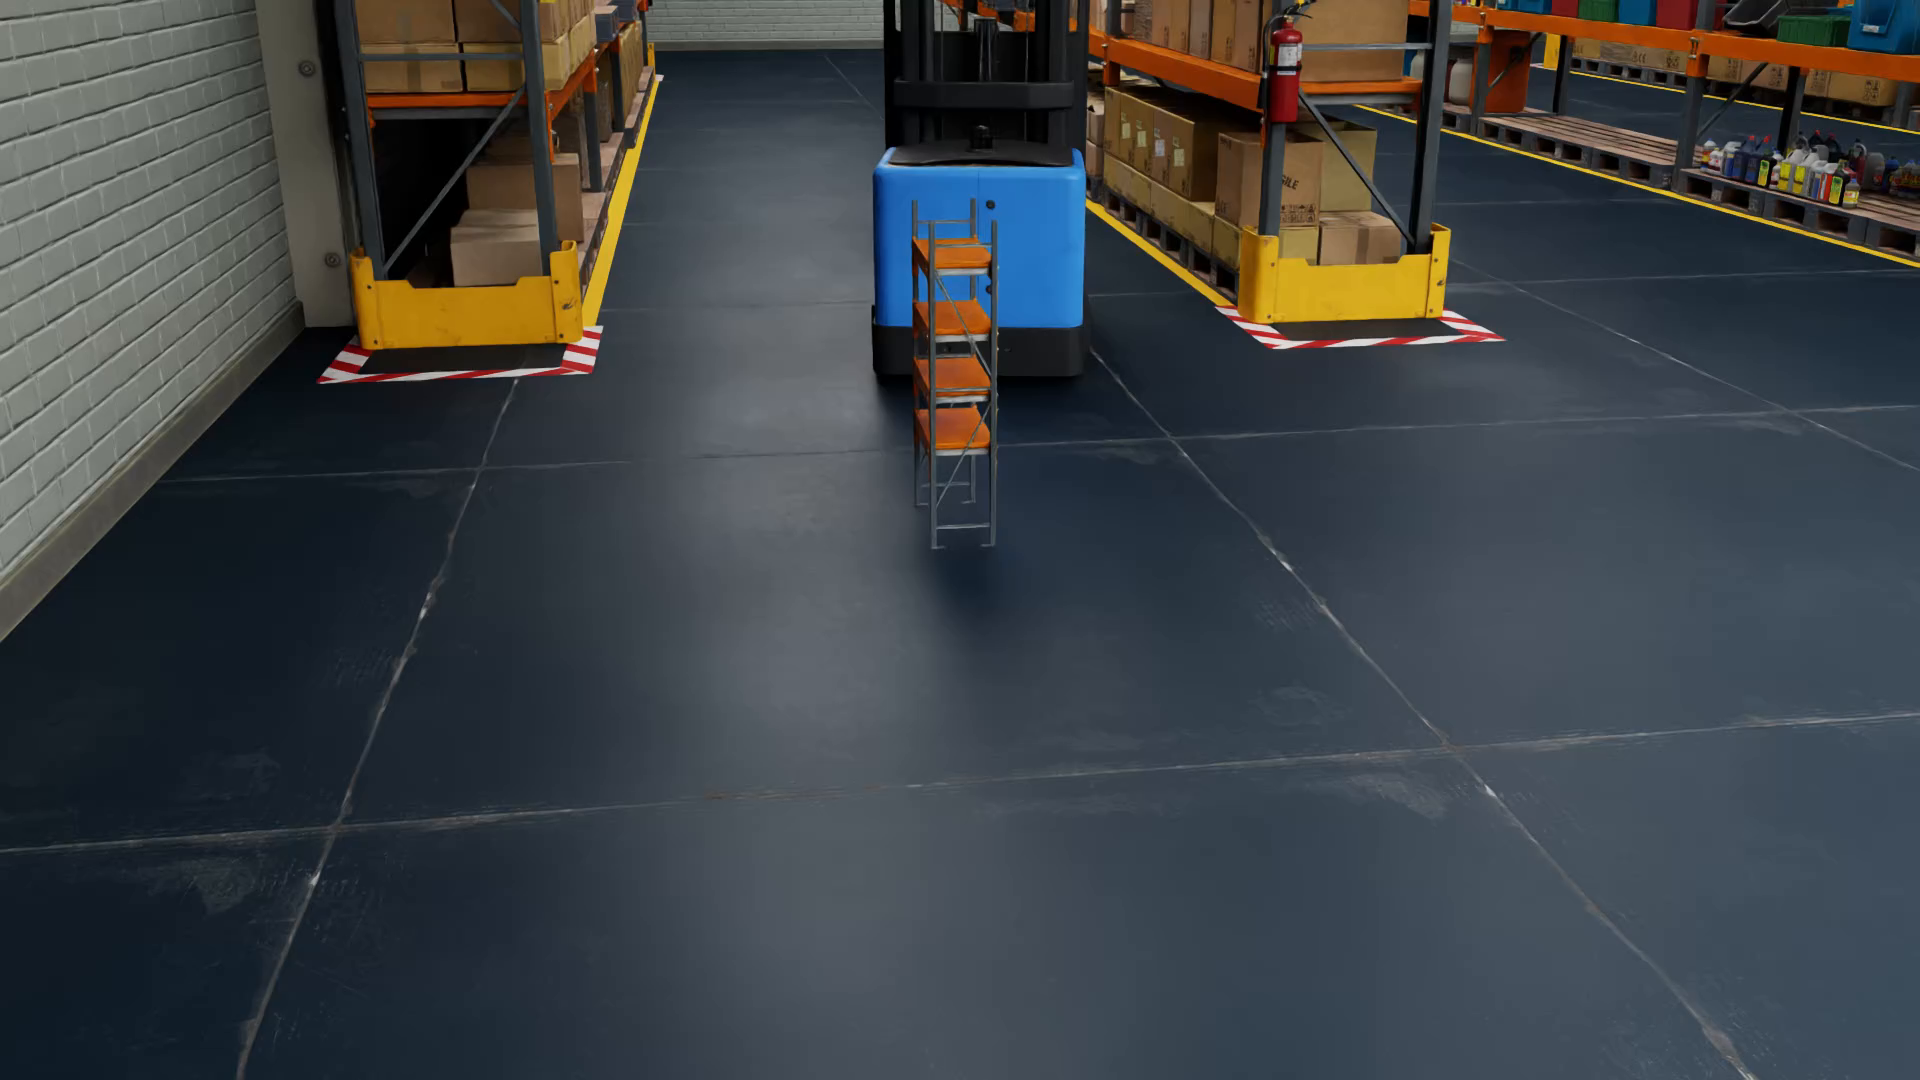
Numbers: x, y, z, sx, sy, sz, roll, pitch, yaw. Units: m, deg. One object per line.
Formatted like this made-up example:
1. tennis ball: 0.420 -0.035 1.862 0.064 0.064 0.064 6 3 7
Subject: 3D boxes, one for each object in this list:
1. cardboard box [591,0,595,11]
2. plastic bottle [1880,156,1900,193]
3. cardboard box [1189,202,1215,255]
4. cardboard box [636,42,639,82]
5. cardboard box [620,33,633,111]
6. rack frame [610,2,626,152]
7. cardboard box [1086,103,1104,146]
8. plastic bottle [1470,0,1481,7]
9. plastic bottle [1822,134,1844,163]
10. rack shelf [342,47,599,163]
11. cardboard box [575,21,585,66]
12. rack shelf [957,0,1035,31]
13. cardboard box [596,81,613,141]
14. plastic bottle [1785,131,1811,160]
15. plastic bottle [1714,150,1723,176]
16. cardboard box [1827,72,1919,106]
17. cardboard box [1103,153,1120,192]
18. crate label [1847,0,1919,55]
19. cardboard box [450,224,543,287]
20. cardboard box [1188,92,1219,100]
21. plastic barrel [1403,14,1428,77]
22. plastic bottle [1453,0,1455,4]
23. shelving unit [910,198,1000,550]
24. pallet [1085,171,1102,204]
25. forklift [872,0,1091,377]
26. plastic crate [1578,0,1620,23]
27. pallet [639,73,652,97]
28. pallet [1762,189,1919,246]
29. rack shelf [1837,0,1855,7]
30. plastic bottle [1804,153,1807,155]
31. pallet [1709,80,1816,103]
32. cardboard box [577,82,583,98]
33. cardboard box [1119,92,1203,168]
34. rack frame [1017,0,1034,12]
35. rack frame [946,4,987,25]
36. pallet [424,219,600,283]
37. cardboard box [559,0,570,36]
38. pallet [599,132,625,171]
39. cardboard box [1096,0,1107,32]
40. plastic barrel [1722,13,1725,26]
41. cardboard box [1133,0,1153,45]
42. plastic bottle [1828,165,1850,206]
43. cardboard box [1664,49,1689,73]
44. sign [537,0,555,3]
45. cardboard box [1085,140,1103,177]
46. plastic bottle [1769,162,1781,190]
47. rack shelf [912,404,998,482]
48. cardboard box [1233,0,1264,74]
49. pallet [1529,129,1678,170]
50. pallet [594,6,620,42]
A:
1. cardboard box: -2.878 -4.018 11.801 0.500 0.500 0.500 -3 21 -8
2. plastic bottle: 7.082 -2.785 12.658 0.097 0.271 0.097 0 20 0
3. cardboard box: 1.773 -1.994 10.597 0.500 0.250 0.500 -3 21 -8
4. cardboard box: -4.480 -6.110 21.259 0.700 0.500 0.500 -3 21 -8
5. cardboard box: -3.924 -5.015 17.829 0.750 0.750 0.750 -3 21 -8
6. rack frame: -3.828 -5.261 16.014 1.000 3.000 0.127 -3 21 -8
7. cardboard box: 1.308 -3.424 13.625 0.500 0.311 0.500 -3 21 -8
8. plastic bottle: 5.495 -5.824 17.690 0.061 0.283 0.133 -3 21 -8
9. plastic bottle: 6.958 -3.066 13.295 0.144 0.351 0.185 -4 21 -10
10. rack shelf: -2.963 -2.846 10.578 1.077 0.370 4.000 -3 21 -8
11. cardboard box: -2.658 -3.146 10.538 0.500 0.250 0.500 -3 21 -7
12. rack shelf: 0.785 -5.867 18.667 1.077 0.370 4.000 -3 21 -8
13. cardboard box: -3.673 -4.049 15.714 0.700 0.500 0.500 -3 21 -7
14. plastic bottle: 6.787 -3.125 13.453 0.144 0.351 0.185 -3 21 -8
15. plastic bottle: 6.193 -3.068 13.514 0.097 0.201 0.097 0 20 0
16. cardboard box: 10.798 -5.452 18.962 1.225 0.875 0.875 -4 21 -10
17. cardboard box: 1.417 -2.860 12.915 0.500 0.250 0.500 -3 21 -8
18. crate label: 6.596 -3.631 11.600 0.502 0.435 0.616 -3 21 -8
19. cardboard box: -2.686 -1.682 9.645 0.500 0.311 0.500 -5 21 -14
20. cardboard box: 1.993 -3.064 12.390 0.500 0.500 0.500 -3 21 -8
21. plastic barrel: 5.562 -5.925 20.191 0.600 0.901 0.708 -3 21 -8
22. plastic bottle: 5.435 -6.007 18.196 0.097 0.271 0.097 0 20 0
23. shelving unit: -0.024 -0.619 6.160 0.258 1.200 0.503 -3 21 -8
24. pallet: 1.505 -3.074 14.144 1.003 0.211 1.213 -3 21 -8
25. forklift: 0.150 -2.642 9.101 1.130 2.935 3.031 1 20 2
26. plastic crate: 6.022 -4.865 15.258 0.450 0.188 0.662 -3 21 -8
27. pallet: -4.616 -6.030 22.059 1.003 0.211 1.213 -3 21 -8
28. pallet: 6.787 -2.411 12.370 1.003 0.211 1.213 -3 21 -8
29. rack shelf: 10.588 -6.366 20.001 1.077 0.370 4.000 -3 21 -8
30. plastic bottle: 6.489 -2.809 12.714 0.152 0.276 0.135 -3 21 -8
31. pallet: 10.486 -5.826 21.512 1.003 0.211 1.213 -3 21 -8
32. cardboard box: -3.574 -4.022 14.570 0.500 0.250 0.500 -3 21 -8
33. cardboard box: 1.487 -3.038 12.320 0.500 0.500 0.500 -3 21 -8
34. rack frame: 1.073 -5.512 16.687 1.000 3.000 0.127 -3 21 -8
35. rack frame: -0.080 -8.282 24.103 1.000 3.000 0.127 -3 21 -8
36. pallet: -2.941 -1.915 11.043 1.003 0.211 1.213 -3 21 -8
37. cardboard box: -2.508 -3.133 9.432 0.500 0.500 0.500 -3 21 -8
38. pallet: -3.717 -3.684 15.778 1.003 0.211 1.213 -3 21 -8
39. cardboard box: 1.341 -4.359 13.792 0.396 0.266 0.258 -3 21 -9
40. plastic barrel: 6.631 -4.781 14.537 0.433 0.535 0.433 0 20 0
41. cardboard box: 1.720 -4.020 12.551 0.700 0.500 0.500 -3 21 -9
42. plastic bottle: 6.395 -2.577 12.084 0.061 0.283 0.133 -2 21 -6
43. cardboard box: 10.284 -6.829 22.650 0.875 0.875 0.875 -3 21 -8
44. sign: -2.138 -2.924 8.520 0.100 0.325 0.005 -3 21 -8
45. cardboard box: 1.303 -3.165 13.732 0.500 0.250 0.500 -3 21 -8
46. plastic bottle: 6.302 -2.806 12.812 0.097 0.201 0.097 0 20 0
47. rack shelf: -0.024 -0.370 6.253 0.258 0.148 0.480 -3 21 -8
48. cardboard box: 2.091 -3.133 10.174 0.700 0.500 0.500 -2 21 -6
49. pallet: 6.221 -3.762 15.988 1.003 0.211 1.213 -3 21 -8
50. pallet: -3.218 -4.058 13.068 1.003 0.211 1.213 -3 21 -8
